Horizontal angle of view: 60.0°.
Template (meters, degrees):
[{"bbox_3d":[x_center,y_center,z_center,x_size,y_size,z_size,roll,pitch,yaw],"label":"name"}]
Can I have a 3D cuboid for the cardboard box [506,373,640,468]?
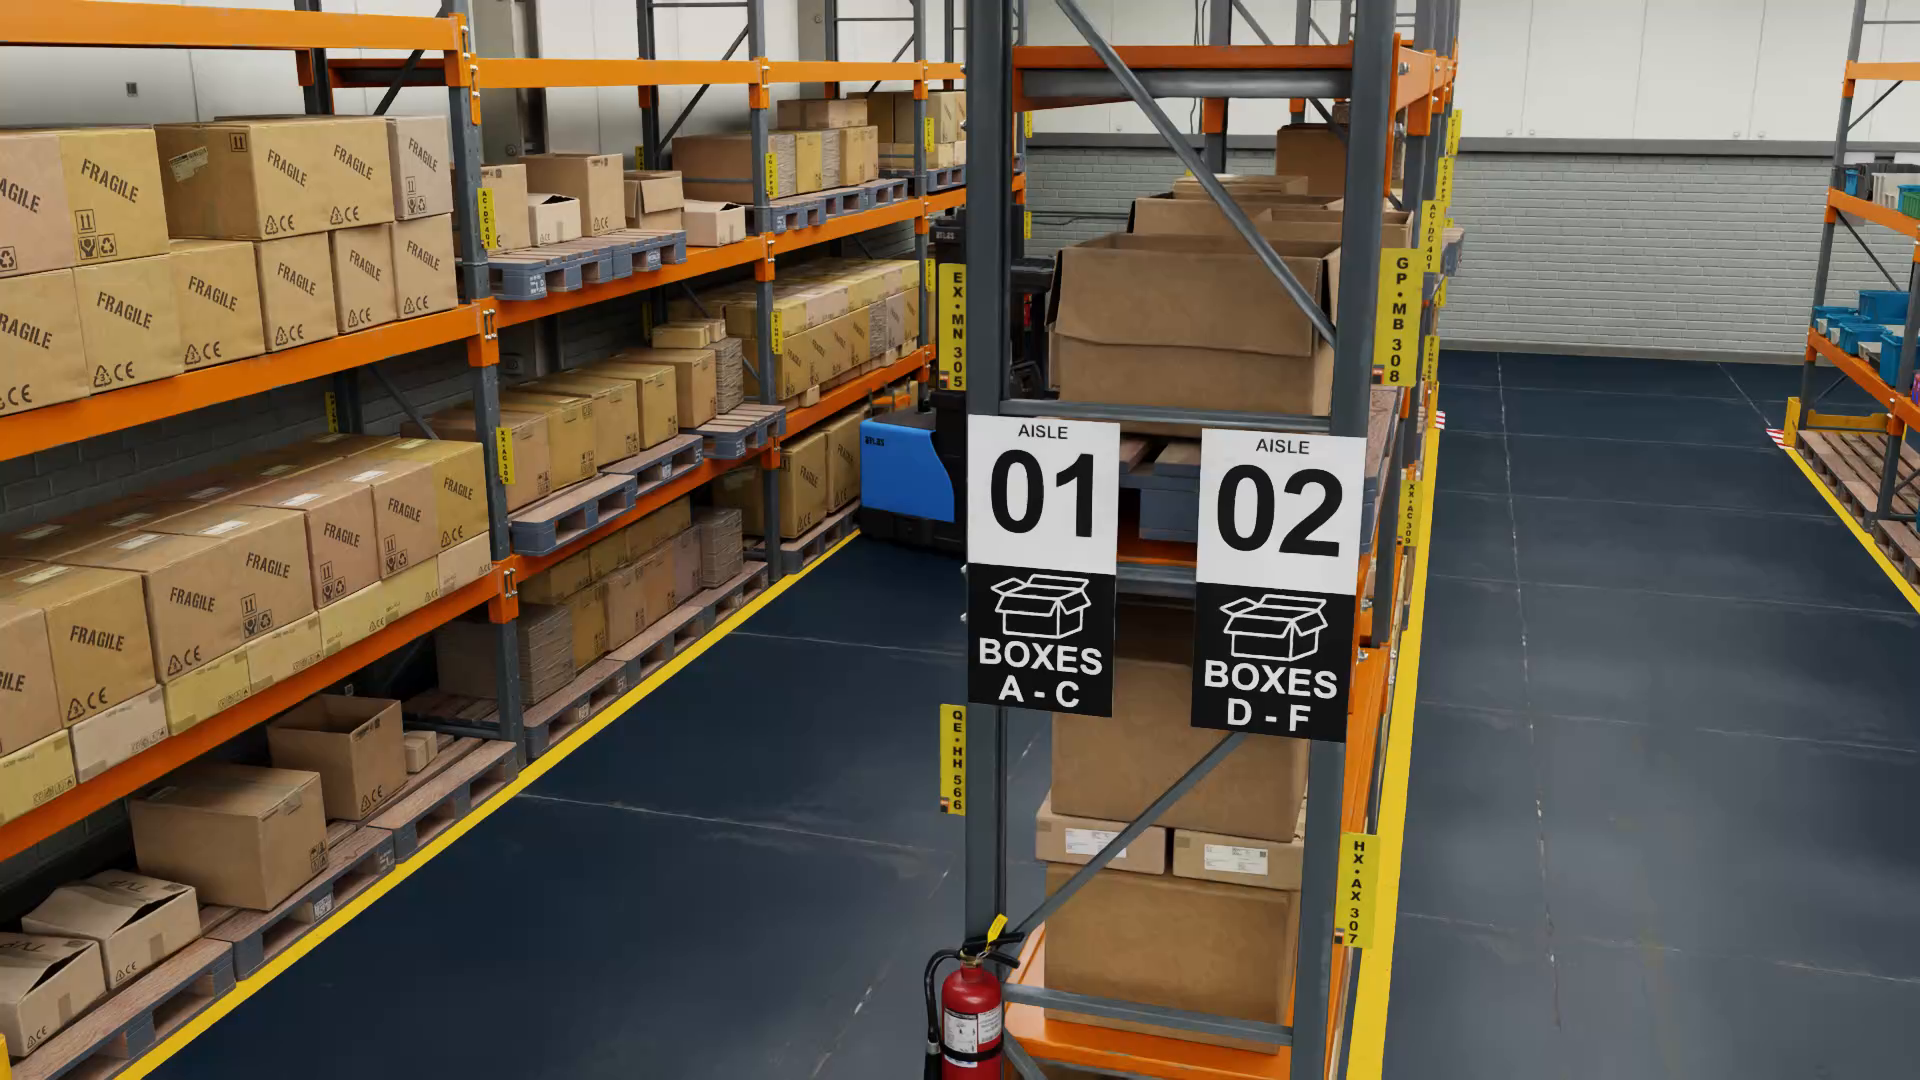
[{"bbox_3d":[-2.603,-0.811,11.202,0.700,0.500,0.500,7,17,24],"label":"cardboard box"}]

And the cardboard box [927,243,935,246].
[{"bbox_3d":[0.172,-3.250,20.241,0.980,0.700,0.700,5,17,18],"label":"cardboard box"}]

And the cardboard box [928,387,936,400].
[{"bbox_3d":[-0.519,-1.381,18.011,0.700,0.500,0.500,5,17,17],"label":"cardboard box"}]

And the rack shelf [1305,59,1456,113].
[{"bbox_3d":[3.353,-3.635,13.204,1.077,0.370,4.000,5,16,16],"label":"rack shelf"}]

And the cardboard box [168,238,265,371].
[{"bbox_3d":[-3.443,-1.038,7.277,0.500,0.500,0.500,6,17,19],"label":"cardboard box"}]

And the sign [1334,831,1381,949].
[{"bbox_3d":[1.041,0.919,4.360,0.100,0.325,0.005,5,16,16],"label":"sign"}]

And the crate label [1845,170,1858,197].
[{"bbox_3d":[9.234,-3.627,16.895,0.408,0.251,0.502,5,16,16],"label":"crate label"}]

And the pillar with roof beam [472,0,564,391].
[{"bbox_3d":[0.962,-3.426,10.418,9.100,9.000,0.400,5,16,16],"label":"pillar with roof beam"}]

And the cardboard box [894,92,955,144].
[{"bbox_3d":[-0.358,-4.340,17.084,0.500,0.500,0.500,4,16,15],"label":"cardboard box"}]

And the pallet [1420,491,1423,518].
[{"bbox_3d":[3.726,-0.253,15.334,1.003,0.211,1.213,5,16,16],"label":"pallet"}]

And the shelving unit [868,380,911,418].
[{"bbox_3d":[-0.622,-0.872,15.624,0.258,1.200,0.503,-1,12,15],"label":"shelving unit"}]

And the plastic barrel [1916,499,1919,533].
[{"bbox_3d":[8.498,-0.477,14.089,0.600,0.901,0.708,5,16,16],"label":"plastic barrel"}]

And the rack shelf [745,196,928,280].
[{"bbox_3d":[-1.398,-2.767,14.909,1.077,0.370,4.000,5,16,16],"label":"rack shelf"}]

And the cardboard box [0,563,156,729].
[{"bbox_3d":[-3.666,0.418,6.723,0.500,0.500,0.500,5,16,16],"label":"cardboard box"}]

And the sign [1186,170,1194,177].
[{"bbox_3d":[1.124,-1.600,7.952,0.100,0.325,0.005,5,16,16],"label":"sign"}]

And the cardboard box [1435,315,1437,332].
[{"bbox_3d":[4.757,-2.369,17.500,0.500,0.500,0.500,4,16,15],"label":"cardboard box"}]

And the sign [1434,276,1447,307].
[{"bbox_3d":[4.454,-2.325,15.408,0.100,0.325,0.005,5,16,16],"label":"sign"}]

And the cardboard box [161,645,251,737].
[{"bbox_3d":[-3.512,0.636,7.329,0.500,0.250,0.500,4,16,15],"label":"cardboard box"}]

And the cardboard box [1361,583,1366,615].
[{"bbox_3d":[1.558,0.212,7.212,0.380,0.149,0.250,5,16,16],"label":"cardboard box"}]

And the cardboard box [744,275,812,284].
[{"bbox_3d":[-1.642,-2.250,15.125,0.500,0.250,0.500,4,16,15],"label":"cardboard box"}]

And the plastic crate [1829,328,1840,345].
[{"bbox_3d":[9.057,-2.080,17.037,0.250,0.136,0.298,5,16,16],"label":"plastic crate"}]

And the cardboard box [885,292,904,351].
[{"bbox_3d":[-0.855,-2.120,16.040,0.500,0.500,0.500,5,17,16],"label":"cardboard box"}]

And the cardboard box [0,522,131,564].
[{"bbox_3d":[-4.014,0.242,7.345,0.500,0.500,0.500,4,16,14],"label":"cardboard box"}]

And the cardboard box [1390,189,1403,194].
[{"bbox_3d":[2.709,-2.214,11.145,0.500,0.250,0.500,3,16,12],"label":"cardboard box"}]

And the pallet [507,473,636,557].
[{"bbox_3d":[-2.746,-0.197,10.378,1.003,0.211,1.213,5,16,16],"label":"pallet"}]

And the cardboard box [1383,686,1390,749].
[{"bbox_3d":[2.151,0.914,9.350,0.500,0.311,0.500,4,16,15],"label":"cardboard box"}]

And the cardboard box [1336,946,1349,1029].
[{"bbox_3d":[1.305,1.574,6.678,0.500,0.500,0.500,5,16,16],"label":"cardboard box"}]

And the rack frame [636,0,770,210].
[{"bbox_3d":[-1.966,-4.033,12.557,1.000,3.000,0.127,5,16,16],"label":"rack frame"}]

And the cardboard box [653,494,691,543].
[{"bbox_3d":[-2.343,-0.180,12.368,0.500,0.250,0.500,5,17,17],"label":"cardboard box"}]

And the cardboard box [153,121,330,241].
[{"bbox_3d":[-3.270,-1.648,7.595,0.500,0.500,0.500,4,16,14],"label":"cardboard box"}]

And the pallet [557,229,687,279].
[{"bbox_3d":[-2.534,-1.878,10.800,1.213,0.211,1.003,5,16,16],"label":"pallet"}]

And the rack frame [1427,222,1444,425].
[{"bbox_3d":[5.058,-2.857,19.404,1.000,3.000,0.127,5,16,16],"label":"rack frame"}]

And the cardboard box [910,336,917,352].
[{"bbox_3d":[-0.654,-1.972,16.708,0.380,0.149,0.250,5,17,16],"label":"cardboard box"}]

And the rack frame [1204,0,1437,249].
[{"bbox_3d":[1.647,-2.603,7.517,1.000,3.000,0.127,5,16,16],"label":"rack frame"}]

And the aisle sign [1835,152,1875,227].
[{"bbox_3d":[9.541,-3.764,17.839,0.394,0.787,0.004,5,16,16],"label":"aisle sign"}]

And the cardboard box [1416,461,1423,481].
[{"bbox_3d":[3.764,-0.408,14.546,0.500,0.500,0.500,5,17,17],"label":"cardboard box"}]

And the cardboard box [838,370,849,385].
[{"bbox_3d":[-1.225,-1.506,15.066,0.380,0.149,0.250,5,17,16],"label":"cardboard box"}]

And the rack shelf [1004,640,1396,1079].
[{"bbox_3d":[1.079,1.152,6.589,1.077,0.370,4.000,5,16,16],"label":"rack shelf"}]

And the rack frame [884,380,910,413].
[{"bbox_3d":[-0.559,-0.924,15.853,0.240,1.200,0.015,-1,12,15],"label":"rack frame"}]

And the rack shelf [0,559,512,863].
[{"bbox_3d":[-3.671,0.769,7.940,1.077,0.370,4.000,5,16,16],"label":"rack shelf"}]

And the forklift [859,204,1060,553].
[{"bbox_3d":[0.607,-1.306,14.062,3.031,2.935,1.130,10,19,32],"label":"forklift"}]

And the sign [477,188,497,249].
[{"bbox_3d":[-2.581,-1.752,9.065,0.100,0.325,0.005,5,16,16],"label":"sign"}]

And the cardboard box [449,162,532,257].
[{"bbox_3d":[-2.871,-1.930,9.688,0.500,0.500,0.500,7,17,24],"label":"cardboard box"}]

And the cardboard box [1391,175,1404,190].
[{"bbox_3d":[2.876,-2.372,12.014,0.910,0.500,0.500,5,16,16],"label":"cardboard box"}]

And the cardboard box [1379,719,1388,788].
[{"bbox_3d":[2.146,1.184,9.429,0.500,0.250,0.500,5,17,17],"label":"cardboard box"}]

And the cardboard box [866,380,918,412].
[{"bbox_3d":[-0.890,-1.181,16.666,0.750,0.750,0.750,5,17,17],"label":"cardboard box"}]

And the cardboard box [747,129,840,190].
[{"bbox_3d":[-1.485,-3.398,14.825,0.700,0.500,0.500,5,16,16],"label":"cardboard box"}]

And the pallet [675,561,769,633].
[{"bbox_3d":[-2.190,0.399,13.036,1.003,0.211,1.213,5,16,16],"label":"pallet"}]

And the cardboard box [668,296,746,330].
[{"bbox_3d":[-2.086,-1.847,13.706,0.500,0.250,0.500,5,17,17],"label":"cardboard box"}]

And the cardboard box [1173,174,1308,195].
[{"bbox_3d":[1.251,-1.366,7.443,0.500,0.500,0.500,6,17,20],"label":"cardboard box"}]

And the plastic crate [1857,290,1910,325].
[{"bbox_3d":[9.890,-2.415,17.673,0.616,0.435,0.499,5,16,16],"label":"plastic crate"}]
